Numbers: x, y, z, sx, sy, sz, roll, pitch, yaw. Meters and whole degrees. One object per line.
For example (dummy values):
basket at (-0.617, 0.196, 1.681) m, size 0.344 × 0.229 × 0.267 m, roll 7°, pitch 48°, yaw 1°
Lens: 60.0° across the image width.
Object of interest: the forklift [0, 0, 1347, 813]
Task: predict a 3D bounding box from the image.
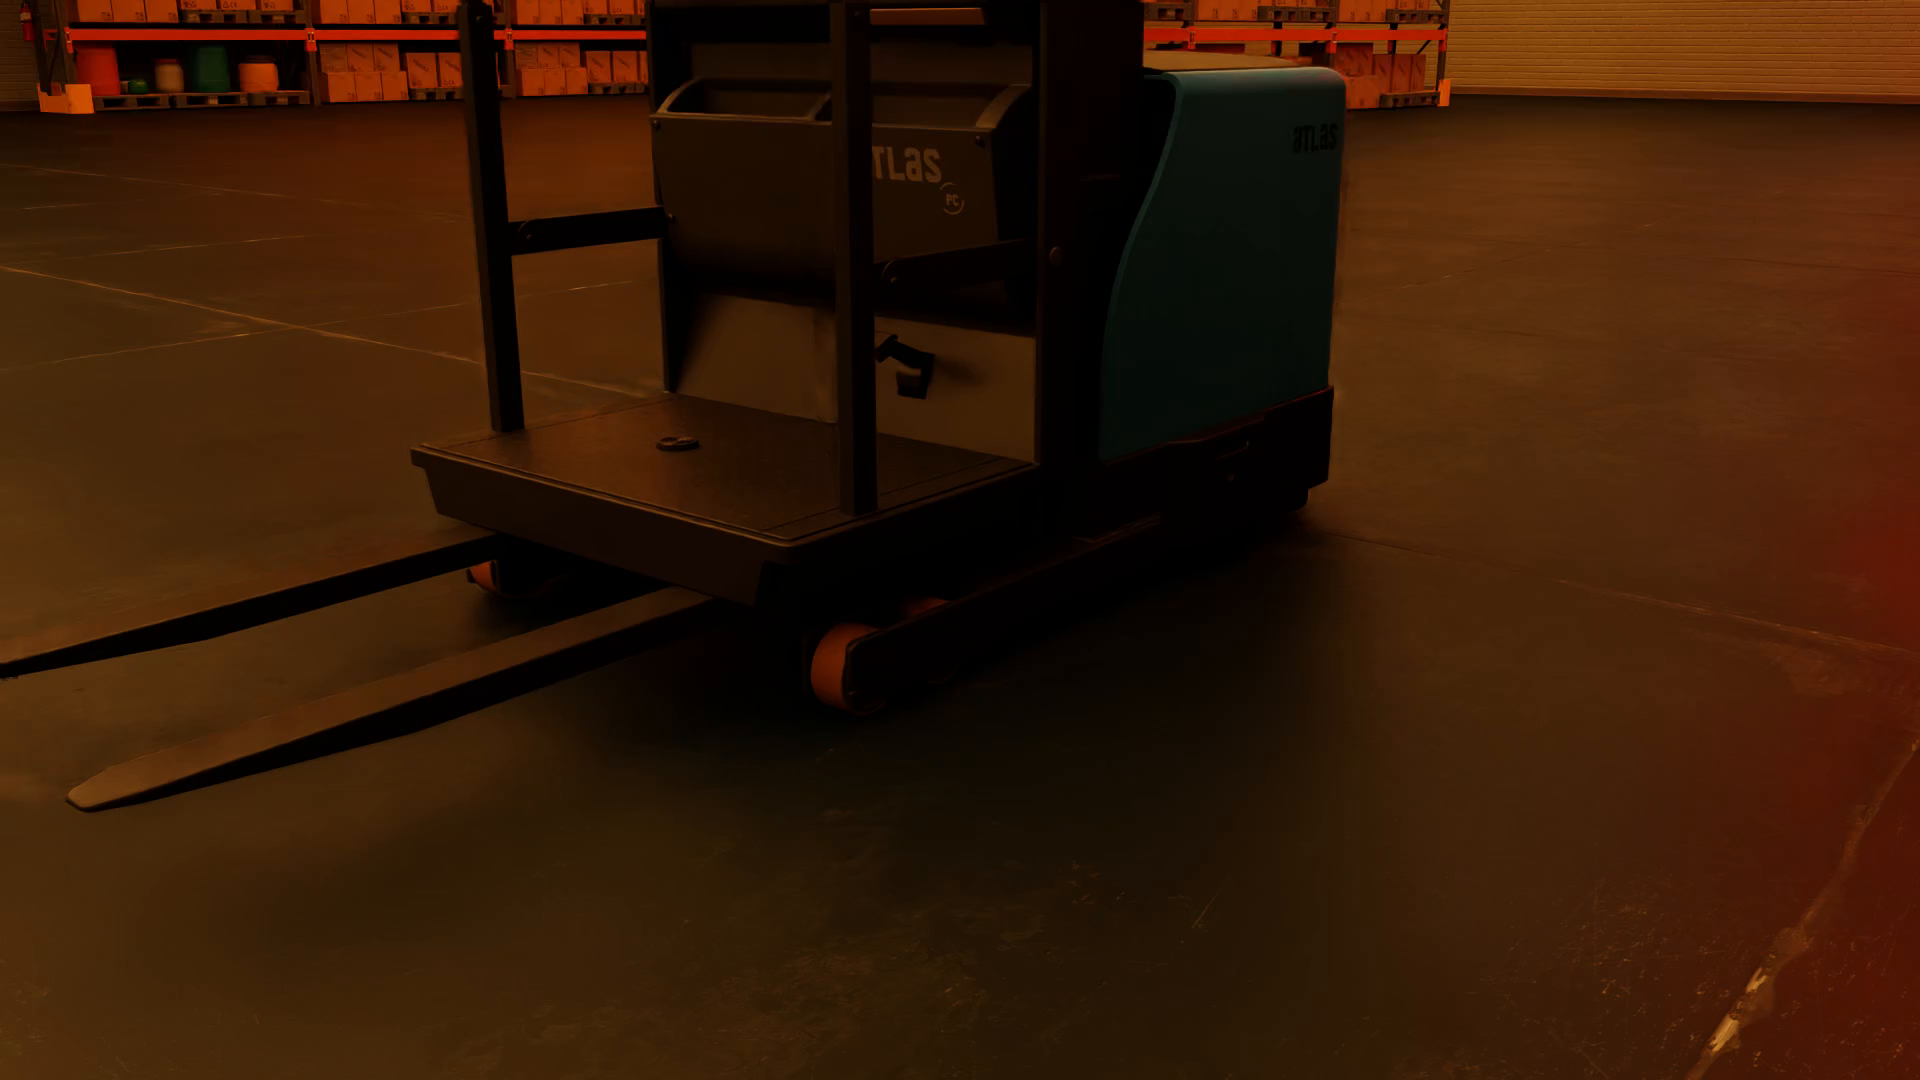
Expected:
forklift at (-0.390, -1.255, 3.032) m, size 1.130 × 2.935 × 3.031 m, roll 13°, pitch 21°, yaw 37°
